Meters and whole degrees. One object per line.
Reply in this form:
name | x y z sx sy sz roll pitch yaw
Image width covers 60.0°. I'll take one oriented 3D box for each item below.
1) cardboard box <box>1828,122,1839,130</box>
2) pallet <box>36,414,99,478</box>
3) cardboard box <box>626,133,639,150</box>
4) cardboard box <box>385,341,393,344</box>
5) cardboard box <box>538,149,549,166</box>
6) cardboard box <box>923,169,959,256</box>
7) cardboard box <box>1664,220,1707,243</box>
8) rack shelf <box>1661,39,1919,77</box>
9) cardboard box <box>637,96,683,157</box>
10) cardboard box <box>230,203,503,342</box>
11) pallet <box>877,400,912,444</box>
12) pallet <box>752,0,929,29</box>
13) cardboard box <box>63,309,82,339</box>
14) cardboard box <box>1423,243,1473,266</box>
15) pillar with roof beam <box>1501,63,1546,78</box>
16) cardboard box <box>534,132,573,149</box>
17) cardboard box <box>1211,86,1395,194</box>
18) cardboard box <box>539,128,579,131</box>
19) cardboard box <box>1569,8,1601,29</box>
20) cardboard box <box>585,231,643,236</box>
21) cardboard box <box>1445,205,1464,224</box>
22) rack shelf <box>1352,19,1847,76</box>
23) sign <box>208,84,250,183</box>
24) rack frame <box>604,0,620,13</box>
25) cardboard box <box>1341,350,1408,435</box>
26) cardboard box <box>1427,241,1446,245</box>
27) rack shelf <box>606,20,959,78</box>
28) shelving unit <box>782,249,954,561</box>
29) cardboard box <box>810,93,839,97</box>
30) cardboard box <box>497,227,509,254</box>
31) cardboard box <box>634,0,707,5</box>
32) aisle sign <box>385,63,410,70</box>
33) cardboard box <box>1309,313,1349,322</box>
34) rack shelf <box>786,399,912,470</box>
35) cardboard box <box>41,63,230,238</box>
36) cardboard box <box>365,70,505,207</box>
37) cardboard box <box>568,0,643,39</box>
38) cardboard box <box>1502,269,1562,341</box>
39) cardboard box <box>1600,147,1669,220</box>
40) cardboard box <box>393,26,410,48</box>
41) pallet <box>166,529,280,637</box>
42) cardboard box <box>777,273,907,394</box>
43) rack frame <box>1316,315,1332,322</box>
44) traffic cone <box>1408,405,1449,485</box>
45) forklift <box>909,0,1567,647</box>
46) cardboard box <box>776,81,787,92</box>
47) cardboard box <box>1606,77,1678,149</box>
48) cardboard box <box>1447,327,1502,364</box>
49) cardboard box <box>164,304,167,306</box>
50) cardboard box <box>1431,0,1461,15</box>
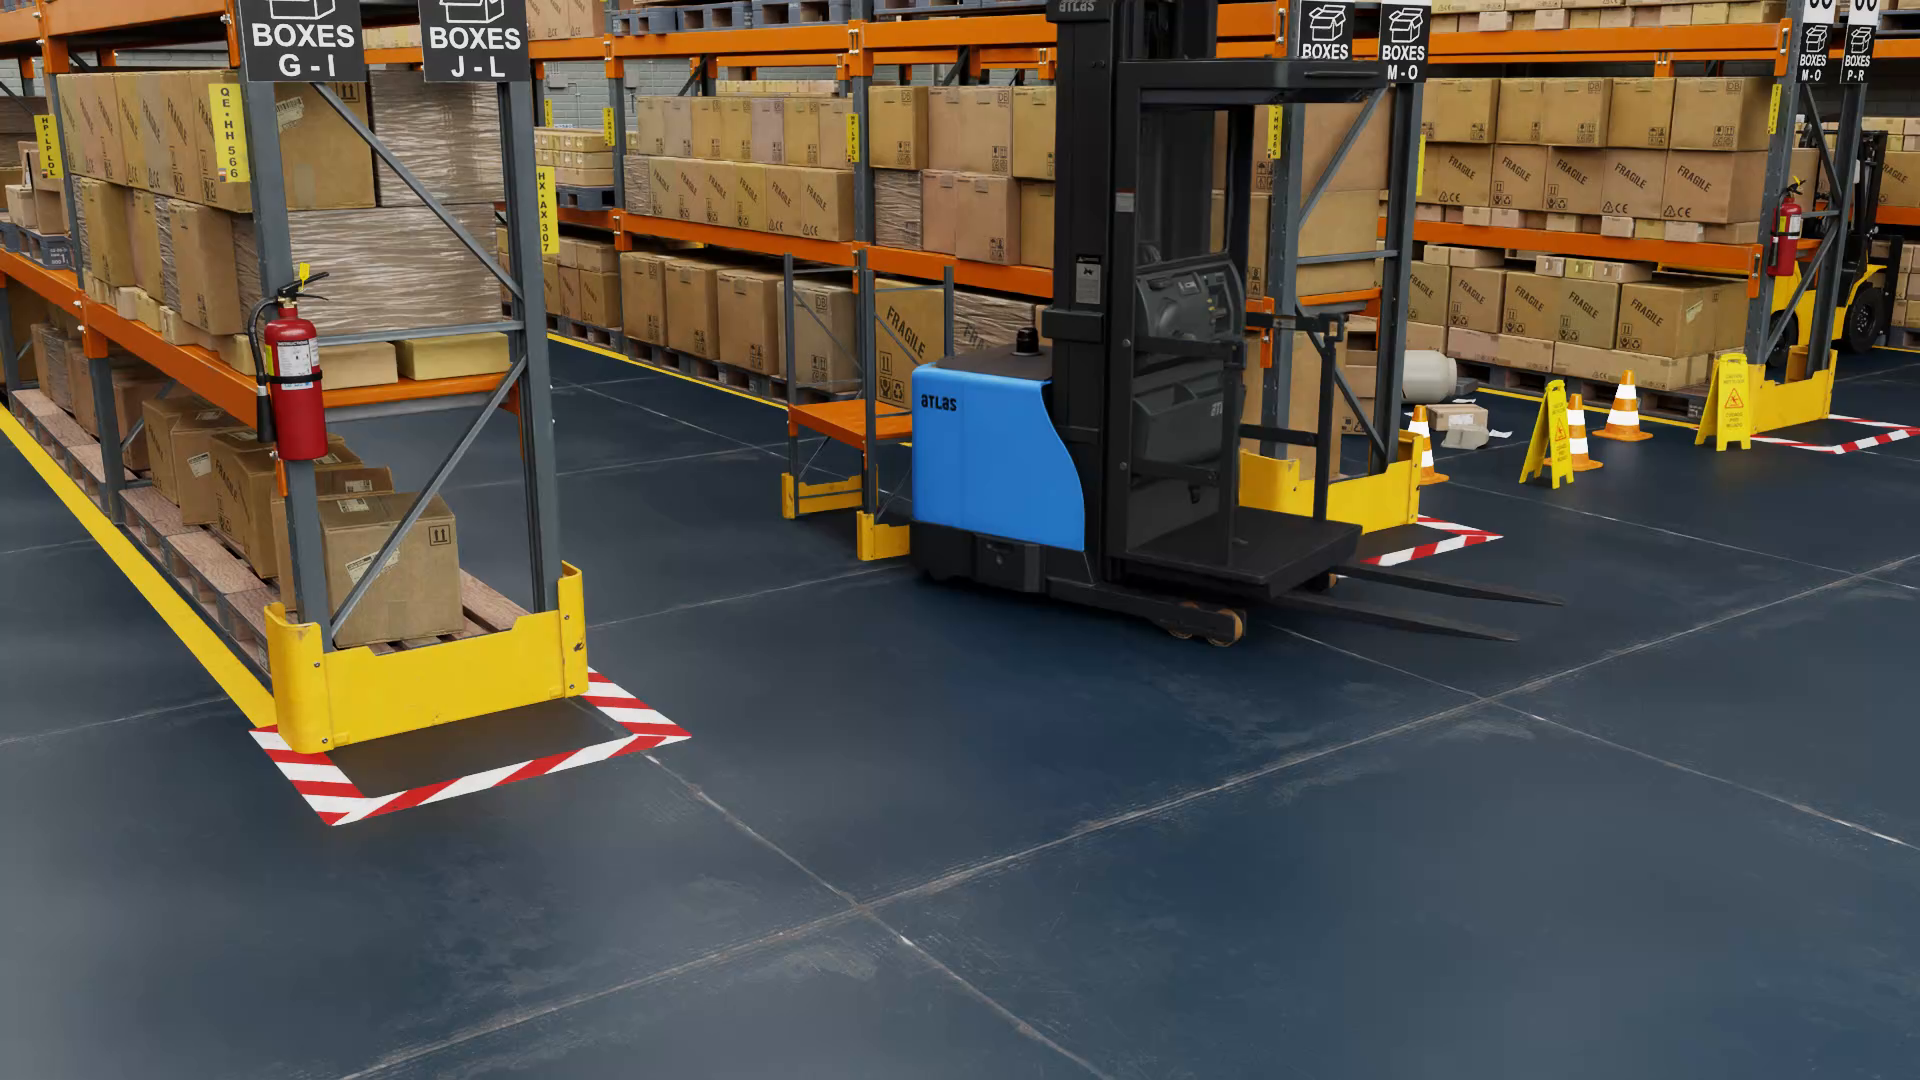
cardboard box | 8.579 -3.998 16.018 0.380 0.149 0.250 -11 19 -34
pallet | -5.560 -0.693 11.207 1.003 0.211 1.213 -11 19 -35
cardboard box | -2.935 -3.767 15.712 0.380 0.149 0.250 -11 19 -36
cardboard box | -2.134 -0.790 6.756 0.380 0.149 0.250 -11 19 -35
cardboard box | -3.781 -3.639 15.807 0.380 0.149 0.250 -11 19 -34
cardboard box | 0.260 -2.241 11.297 0.875 0.550 0.550 -11 19 -35
cardboard box | 5.357 -2.257 12.117 0.380 0.149 0.250 -11 19 -35
rack shelf | 8.825 -4.593 15.856 1.077 0.370 4.000 -11 19 -35
cardboard box | -2.404 -3.646 14.633 0.700 0.500 0.500 -11 19 -35
cardboard box | -2.329 -1.070 6.551 0.875 0.500 0.500 -11 19 -35
pallet | 0.076 -0.840 11.744 1.003 0.211 1.213 -11 19 -35
pallet | -0.887 -3.902 12.330 0.805 0.209 1.217 -12 19 -37
cardboard box | -5.993 -1.583 11.660 0.500 0.250 0.500 -8 17 -28
cardboard box | 4.093 -2.387 13.878 0.380 0.149 0.250 -10 18 -32
pillar with roof beam | 3.311 -6.861 17.099 9.100 9.000 0.400 -11 19 -35
cardboard box | -3.916 -3.834 15.955 0.380 0.149 0.250 -11 19 -35
cardboard box | 1.857 -2.183 9.042 0.875 0.550 0.550 -11 19 -35
cardboard box | -4.155 -4.212 17.335 0.380 0.149 0.250 -11 19 -35
cardboard box | 4.822 -3.931 12.551 0.380 0.149 0.250 -11 19 -36
cardboard box | -3.449 -2.973 16.774 0.500 0.250 0.500 -11 19 -34
cardboard box | 4.233 -2.703 13.745 0.380 0.149 0.250 -11 19 -35
rack shelf | 4.812 -3.822 13.038 1.077 0.370 4.000 -11 19 -35
sign | -2.489 -1.386 5.665 0.100 0.325 0.005 -11 19 -35
rack frame | -2.660 -6.107 14.342 1.000 3.000 0.127 -11 19 -35
cardboard box | 2.908 -1.073 12.043 0.637 0.503 0.797 4 16 13
cardboard box | 6.044 -3.558 20.097 0.875 0.625 0.625 -10 18 -33
rack shelf | -1.484 -3.886 13.273 1.077 0.370 4.000 -11 19 -35
shelving unit | -0.509 -0.775 9.066 0.587 1.500 1.083 -8 17 -28
cardboard box | -1.568 -5.446 21.208 0.500 0.500 0.500 -11 19 -35
cardboard box | -4.476 -3.114 17.290 0.500 0.250 0.500 -10 18 -33
cardboard box | -2.412 -4.679 13.992 0.500 0.311 0.500 -11 19 -34
aisle sign | -7.164 -6.238 21.260 0.394 0.787 0.004 -11 19 -35
cardboard box | 3.326 -2.196 15.599 0.950 0.372 0.625 -11 19 -34
rack shelf | -0.505 -0.599 9.106 0.538 0.185 1.000 -8 17 -28
cardboard box | -4.734 -2.294 9.844 1.000 1.000 1.000 -11 19 -34
cardboard box | -2.131 -1.590 6.558 0.500 0.500 0.500 -11 19 -35
cardboard box | -3.201 -4.791 15.027 0.500 0.500 0.500 -11 19 -35
cardboard box | 4.706 -1.883 13.268 0.500 0.500 0.500 -11 19 -36
cardboard box | 5.156 -2.667 12.387 0.500 0.500 0.500 -11 19 -34
cardboard box | -6.102 -5.722 18.901 0.500 0.250 0.500 -11 19 -35
pallet | -3.235 0.133 8.191 1.003 0.211 1.213 -11 19 -35
cardboard box | -0.746 -1.595 12.689 1.050 0.750 0.750 -11 19 -35
rack frame | 3.636 -3.149 14.900 1.000 3.000 0.127 -11 19 -35
traffic cone | 2.880 -0.615 10.447 0.336 0.463 0.334 -11 19 -35
forklift | 1.235 -1.098 7.534 3.031 2.935 1.130 11 19 35
cardboard box | -2.207 -6.000 22.003 0.380 0.149 0.250 -11 19 -36
cardboard box | 5.220 -3.153 12.268 0.700 0.500 0.500 -11 19 -34
cardboard box | 4.402 -1.632 13.771 0.500 0.250 0.500 -11 19 -35
cardboard box | -3.420 -1.033 7.643 0.380 0.149 0.250 -11 19 -35
cardboard box | 3.984 -4.422 13.589 0.500 0.250 0.500 -11 19 -35
